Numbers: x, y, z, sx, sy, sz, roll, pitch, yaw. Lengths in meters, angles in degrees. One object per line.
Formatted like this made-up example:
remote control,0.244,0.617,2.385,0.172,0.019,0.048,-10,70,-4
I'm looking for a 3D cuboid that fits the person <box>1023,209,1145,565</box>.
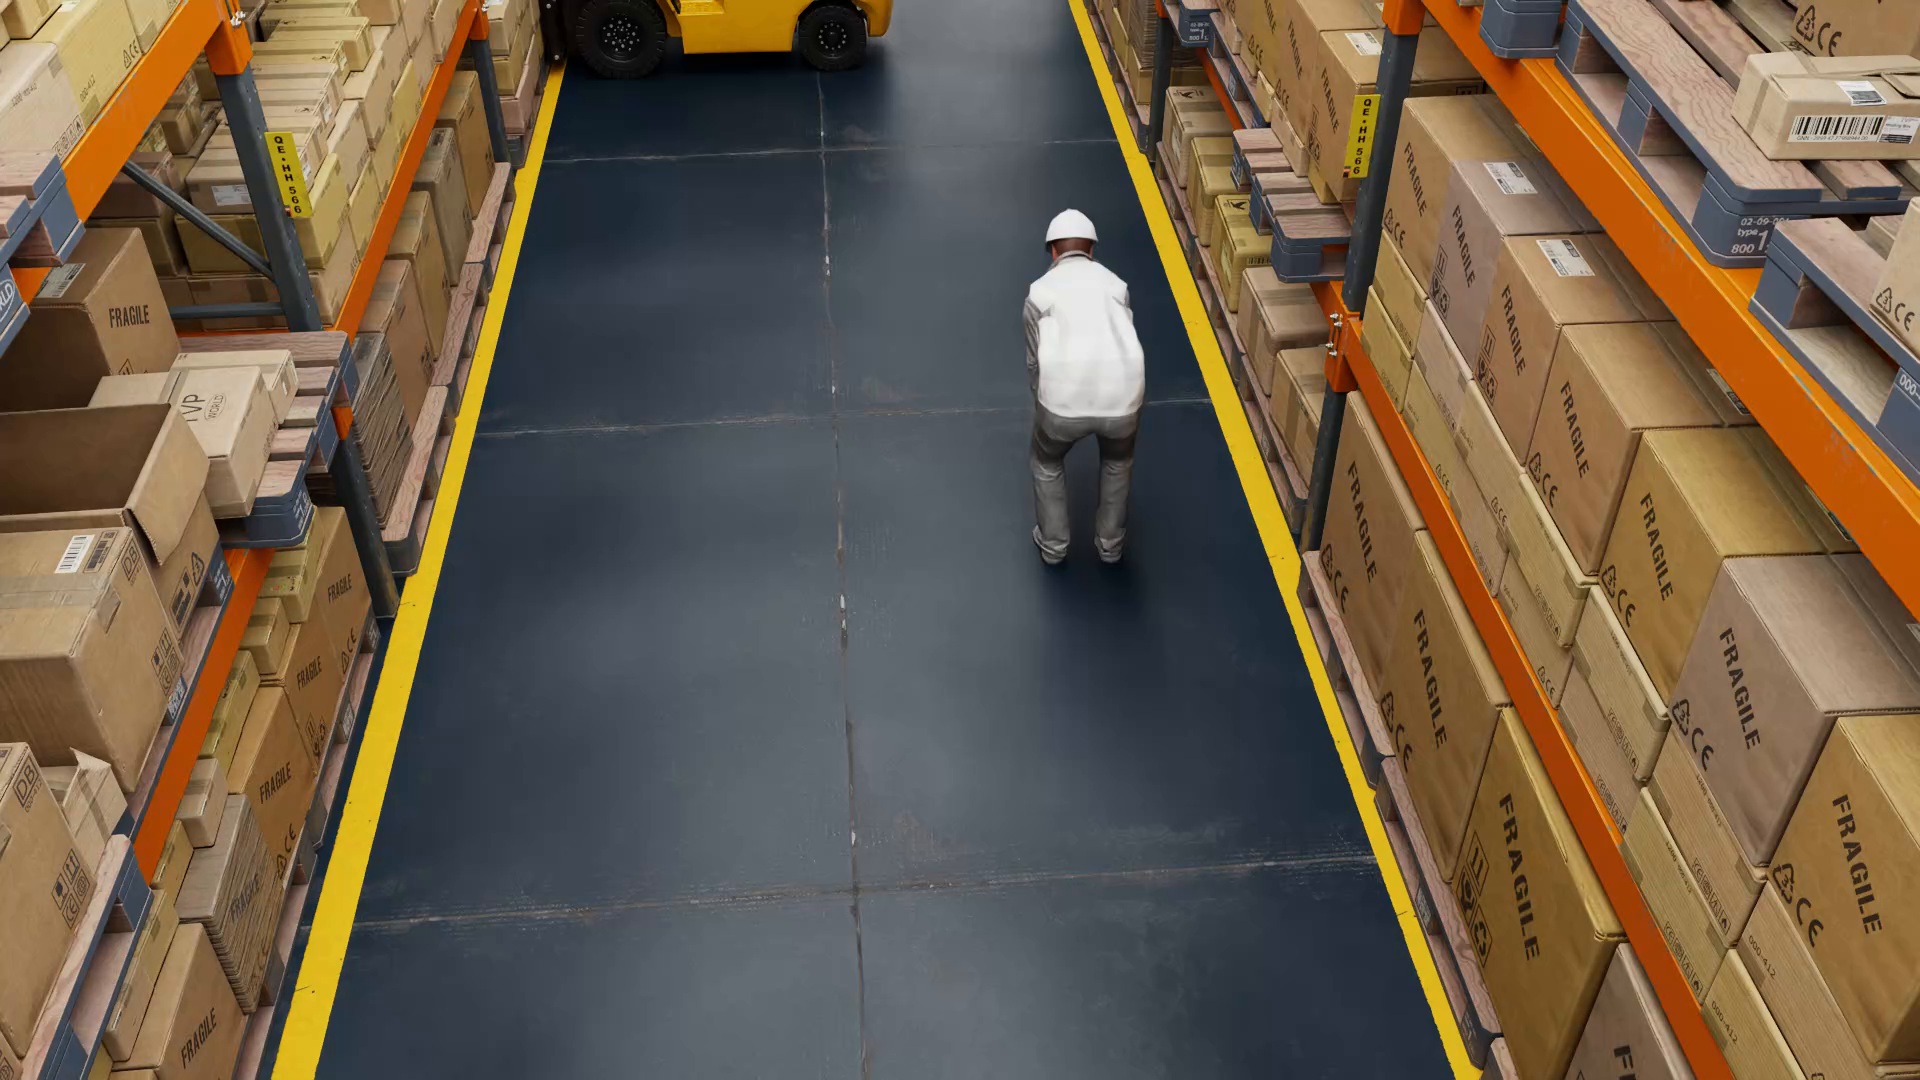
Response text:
person,0.512,-0.638,7.233,0.475,1.390,0.920,-3,39,-4
